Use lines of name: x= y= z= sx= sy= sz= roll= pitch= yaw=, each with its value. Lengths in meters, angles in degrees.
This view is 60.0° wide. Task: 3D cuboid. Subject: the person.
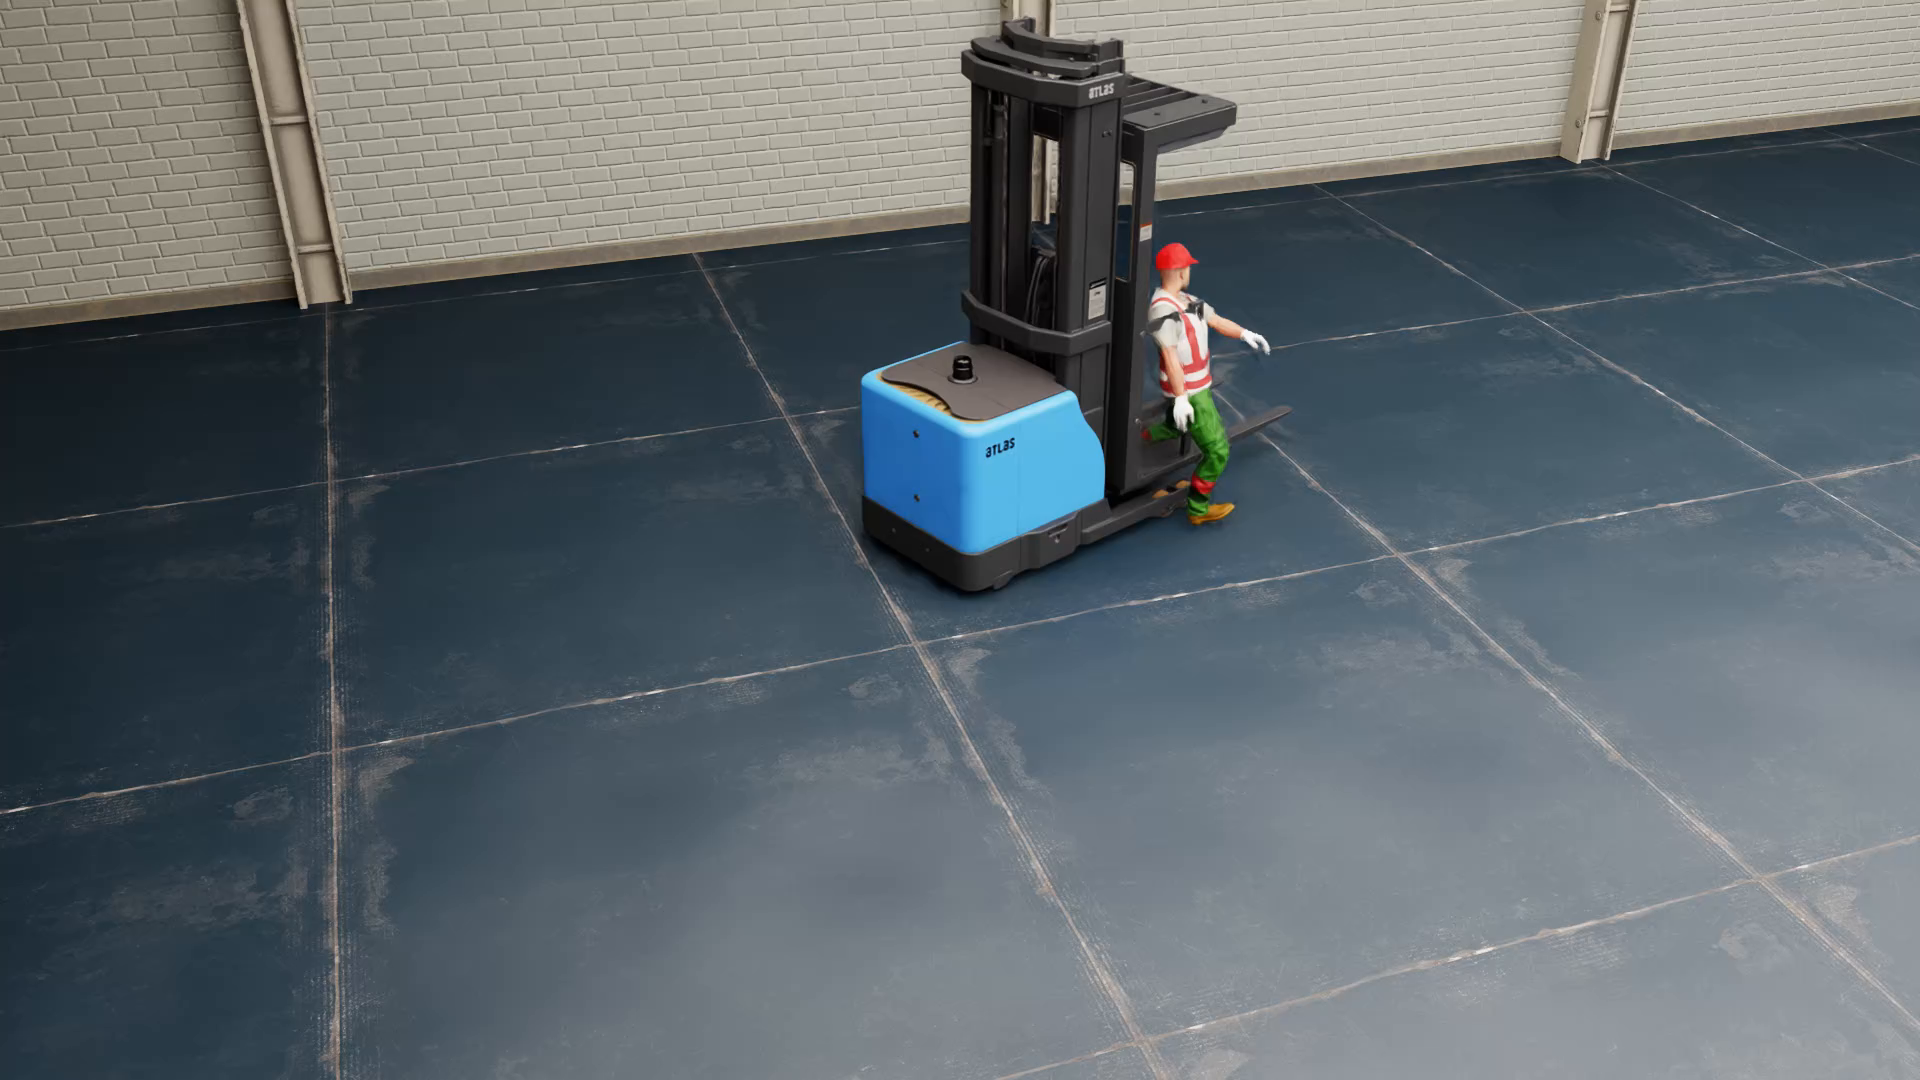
person: x=1.375 y=-0.890 z=9.929 sx=0.882 sy=1.672 sz=0.797 roll=3 pitch=30 yaw=4

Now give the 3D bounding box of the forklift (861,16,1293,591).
forklift: x=0.860 y=-1.588 z=9.847 sx=3.031 sy=2.935 sz=1.130 roll=-23 pitch=37 yaw=-34
